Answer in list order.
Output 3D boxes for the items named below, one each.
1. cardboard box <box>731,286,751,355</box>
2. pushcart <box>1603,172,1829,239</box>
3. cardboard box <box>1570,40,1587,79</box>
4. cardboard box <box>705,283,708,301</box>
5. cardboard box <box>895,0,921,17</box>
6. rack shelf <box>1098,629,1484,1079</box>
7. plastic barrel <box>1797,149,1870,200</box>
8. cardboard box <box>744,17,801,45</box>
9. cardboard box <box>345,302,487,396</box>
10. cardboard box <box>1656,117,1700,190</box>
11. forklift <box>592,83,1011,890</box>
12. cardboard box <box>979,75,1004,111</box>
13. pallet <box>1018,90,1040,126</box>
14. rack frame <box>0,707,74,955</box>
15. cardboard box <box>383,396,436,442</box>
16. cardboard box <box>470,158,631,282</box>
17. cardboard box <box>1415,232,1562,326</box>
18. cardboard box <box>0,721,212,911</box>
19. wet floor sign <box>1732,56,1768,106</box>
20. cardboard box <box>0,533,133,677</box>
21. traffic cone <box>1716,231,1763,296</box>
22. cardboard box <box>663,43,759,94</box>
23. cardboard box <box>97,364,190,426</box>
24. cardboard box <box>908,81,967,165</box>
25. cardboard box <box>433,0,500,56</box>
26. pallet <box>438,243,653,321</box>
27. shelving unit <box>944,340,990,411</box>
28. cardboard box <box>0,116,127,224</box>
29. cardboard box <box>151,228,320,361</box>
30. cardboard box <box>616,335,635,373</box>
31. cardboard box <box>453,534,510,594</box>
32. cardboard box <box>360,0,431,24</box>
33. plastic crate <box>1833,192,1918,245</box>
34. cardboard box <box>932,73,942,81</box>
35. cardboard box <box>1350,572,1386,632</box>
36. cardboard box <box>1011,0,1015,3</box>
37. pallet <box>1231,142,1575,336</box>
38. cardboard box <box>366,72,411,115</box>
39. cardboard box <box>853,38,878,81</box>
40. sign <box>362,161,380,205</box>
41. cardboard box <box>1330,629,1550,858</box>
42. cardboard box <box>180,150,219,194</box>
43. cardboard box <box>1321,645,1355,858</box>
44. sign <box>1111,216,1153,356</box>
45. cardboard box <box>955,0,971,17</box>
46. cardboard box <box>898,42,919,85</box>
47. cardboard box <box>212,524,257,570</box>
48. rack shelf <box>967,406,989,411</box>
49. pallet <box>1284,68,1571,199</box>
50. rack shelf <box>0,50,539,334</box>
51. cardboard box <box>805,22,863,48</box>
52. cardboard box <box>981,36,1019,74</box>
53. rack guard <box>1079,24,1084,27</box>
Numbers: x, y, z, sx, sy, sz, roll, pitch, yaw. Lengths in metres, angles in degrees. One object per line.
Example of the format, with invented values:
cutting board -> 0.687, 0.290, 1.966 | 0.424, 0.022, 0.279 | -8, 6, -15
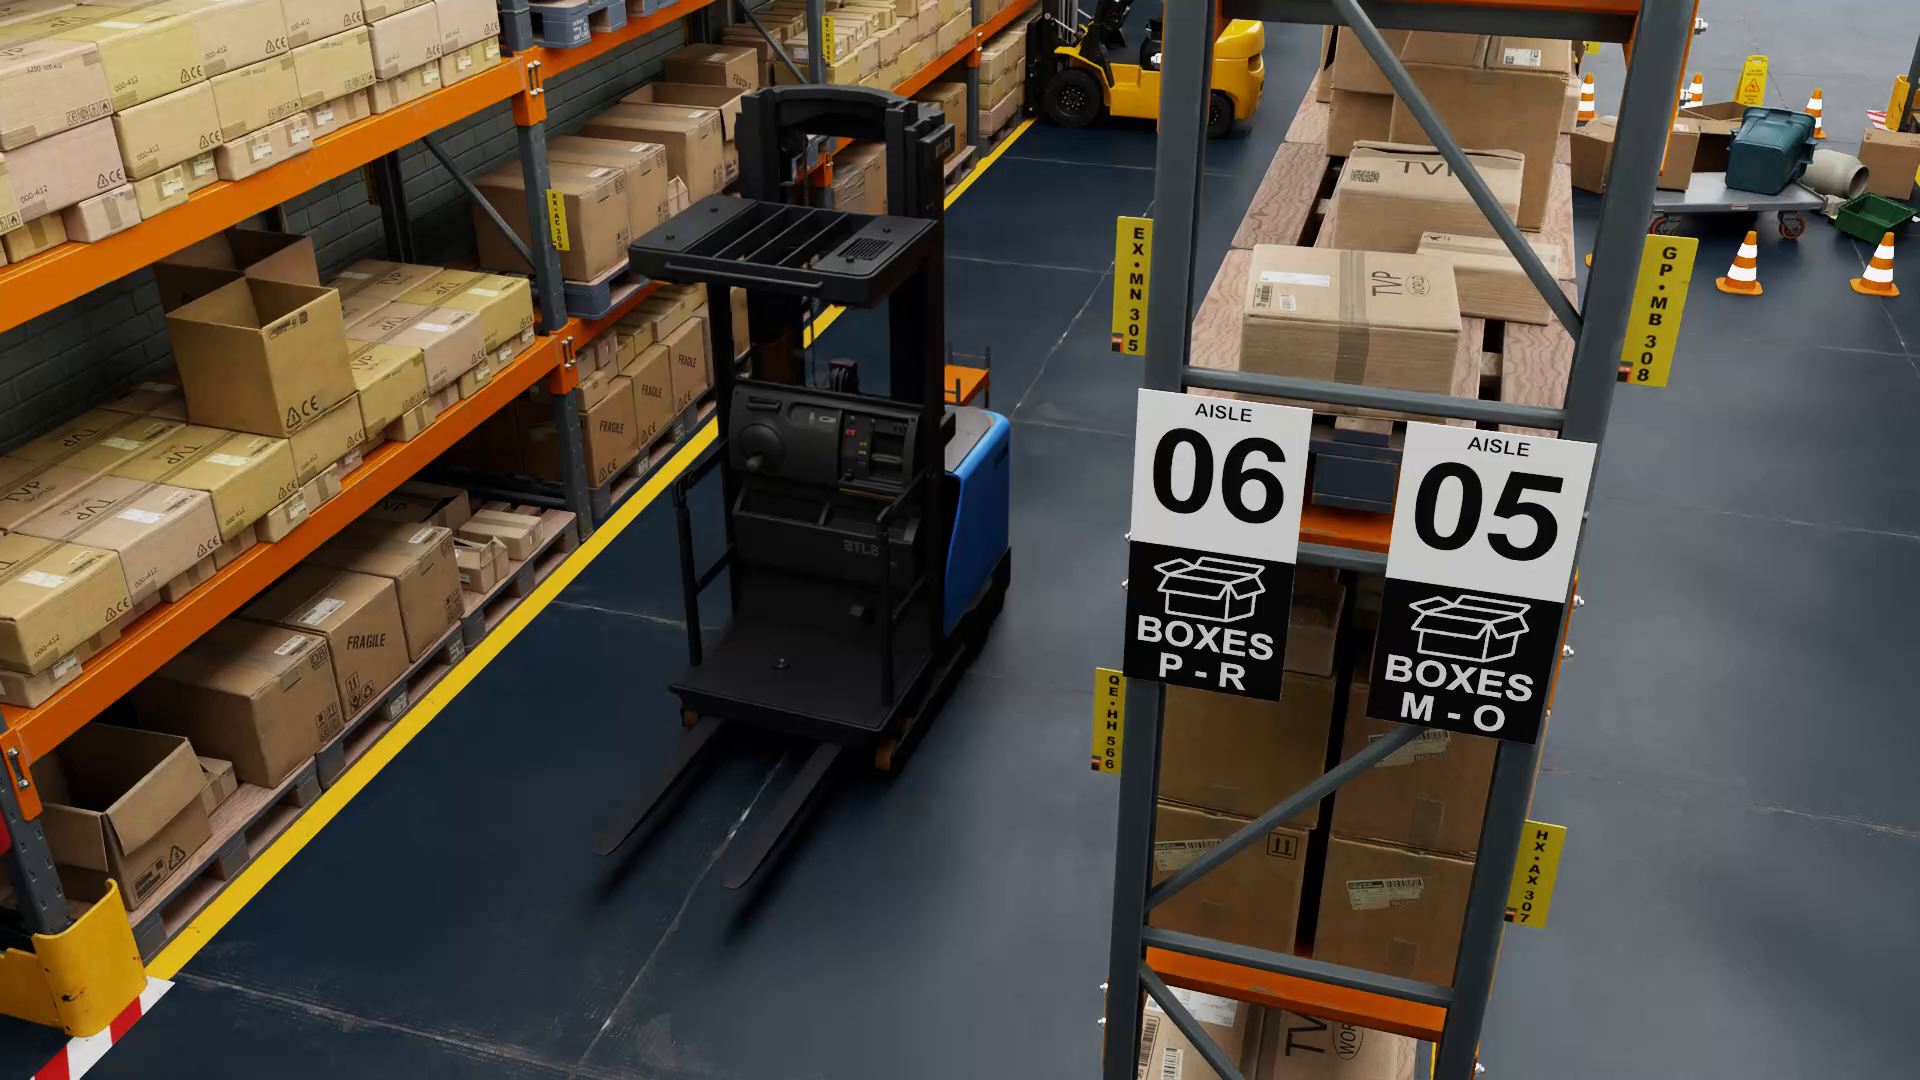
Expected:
cardboard box -> -1.710, -1.640, 11.752 | 0.500, 0.500, 0.500 | 10, 31, 17
pushcart -> 6.631, -2.955, 14.674 | 1.648, 0.377, 0.936 | -1, 29, -3
cardboard box -> 2.207, -1.822, 6.458 | 0.396, 0.266, 0.258 | 9, 30, 16
cardboard box -> -1.802, -1.748, 11.278 | 0.380, 0.149, 0.250 | 7, 30, 12
cardboard box -> -0.548, -4.514, 14.009 | 0.380, 0.149, 0.250 | 8, 30, 14
rack shelf -> 1.502, 0.558, 6.401 | 1.077, 0.370, 4.000 | 8, 30, 15
plastic barrel -> 8.065, -3.364, 15.362 | 0.421, 0.421, 0.512 | -17, 34, -28
cardboard box -> -1.477, -4.007, 13.098 | 0.380, 0.149, 0.250 | 8, 30, 15
cardboard box -> -2.707, -0.950, 8.221 | 0.500, 0.250, 0.500 | 9, 30, 15
cardboard box -> 6.147, -3.402, 14.572 | 0.500, 0.500, 0.500 | 8, 30, 15
forklift -> -0.705, -0.415, 7.481 | 1.130, 2.935, 3.031 | 10, 31, 17
cardboard box -> 0.128, -4.491, 16.620 | 0.500, 0.250, 0.500 | 8, 30, 15
pallet -> 0.320, -4.824, 18.204 | 1.003, 0.211, 1.213 | 8, 30, 15
rack frame -> -3.831, 0.467, 5.825 | 1.000, 3.000, 0.127 | 8, 30, 15
cardboard box -> -2.769, -0.609, 8.018 | 0.380, 0.149, 0.250 | 8, 30, 14
cardboard box -> -2.302, -1.812, 9.387 | 0.700, 0.500, 0.500 | 9, 30, 16
cardboard box -> 1.454, -0.728, 4.611 | 0.380, 0.149, 0.250 | 10, 30, 17
cardboard box -> -3.561, 1.103, 6.817 | 0.797, 0.503, 0.637 | 7, 30, 13
wet floor sign -> 8.488, -4.870, 17.841 | 0.267, 0.644, 0.232 | 3, 29, 6
cardboard box -> -3.441, 0.230, 6.100 | 0.500, 0.250, 0.500 | 9, 30, 15
traffic cone -> 6.282, -2.241, 13.303 | 0.336, 0.463, 0.334 | 8, 30, 15
cardboard box -> -1.784, -3.261, 11.992 | 0.500, 0.500, 0.500 | 10, 31, 17
cardboard box -> -3.494, -0.561, 7.522 | 0.500, 0.250, 0.500 | 8, 30, 15
cardboard box -> -0.452, -4.012, 15.887 | 0.875, 0.625, 0.625 | 10, 31, 17
cardboard box -> -2.560, -2.507, 7.935 | 0.500, 0.250, 0.500 | 9, 30, 15
pallet -> -2.319, -1.664, 9.853 | 1.003, 0.211, 1.213 | 8, 30, 15
shelving unit -> -0.031, -0.461, 9.344 | 0.258, 1.200, 0.503 | 10, 31, 17
cardboard box -> -3.310, -1.315, 5.791 | 0.500, 0.250, 0.500 | 9, 30, 16
cardboard box -> -3.349, -1.130, 7.773 | 0.500, 0.500, 0.500 | 8, 30, 13
cardboard box -> -2.226, -1.156, 10.215 | 0.380, 0.149, 0.250 | 7, 30, 12
cardboard box -> -2.645, 0.086, 8.891 | 0.396, 0.266, 0.258 | 10, 30, 17
cardboard box -> -2.716, -2.480, 7.371 | 0.500, 0.250, 0.500 | 8, 30, 14
plastic crate -> 7.997, -2.808, 14.546 | 0.662, 0.188, 0.450 | -24, 47, -37
cardboard box -> -0.350, -4.785, 16.634 | 0.500, 0.250, 0.500 | 9, 30, 16
cardboard box -> 1.292, 0.152, 4.593 | 0.380, 0.149, 0.250 | 9, 30, 16
cardboard box -> 0.355, -5.802, 16.992 | 0.500, 0.500, 0.500 | 8, 30, 14
pallet -> 1.479, -1.014, 5.493 | 1.003, 0.211, 1.213 | 8, 30, 15
cardboard box -> -2.719, -2.034, 7.493 | 0.380, 0.149, 0.250 | 8, 30, 15
cardboard box -> -0.971, -3.808, 13.149 | 0.500, 0.250, 0.500 | 9, 30, 16
sign -> -3.189, -1.976, 9.025 | 0.100, 0.325, 0.005 | 8, 30, 15
cardboard box -> 1.328, 0.510, 4.616 | 0.500, 0.500, 0.500 | 8, 30, 14
cardboard box -> -3.117, -1.439, 6.425 | 0.380, 0.149, 0.250 | 8, 30, 14
cardboard box -> 1.452, 0.708, 5.288 | 0.500, 0.500, 0.500 | 8, 30, 14
sign -> 0.400, -0.574, 3.781 | 0.100, 0.325, 0.005 | 8, 30, 15
cardboard box -> -0.209, -4.998, 15.289 | 0.500, 0.250, 0.500 | 8, 30, 14
cardboard box -> -0.669, -4.071, 14.137 | 0.500, 0.250, 0.500 | 9, 30, 16
cardboard box -> -3.193, -0.022, 6.962 | 0.380, 0.149, 0.250 | 9, 30, 16
rack shelf -> -0.031, -0.598, 9.268 | 0.258, 0.148, 0.480 | 10, 31, 17
pallet -> 1.839, -1.579, 6.508 | 1.003, 0.211, 1.213 | 8, 30, 15
rack shelf -> -3.244, -1.459, 6.942 | 1.077, 0.370, 4.000 | 8, 30, 15
cardboard box -> -0.980, -3.932, 12.962 | 0.380, 0.149, 0.250 | 9, 30, 16
cardboard box -> 0.292, -4.945, 16.922 | 0.500, 0.250, 0.500 | 9, 30, 15
rack guard -> 0.872, -5.888, 19.819 | 1.175, 0.500, 0.348 | 8, 30, 15
